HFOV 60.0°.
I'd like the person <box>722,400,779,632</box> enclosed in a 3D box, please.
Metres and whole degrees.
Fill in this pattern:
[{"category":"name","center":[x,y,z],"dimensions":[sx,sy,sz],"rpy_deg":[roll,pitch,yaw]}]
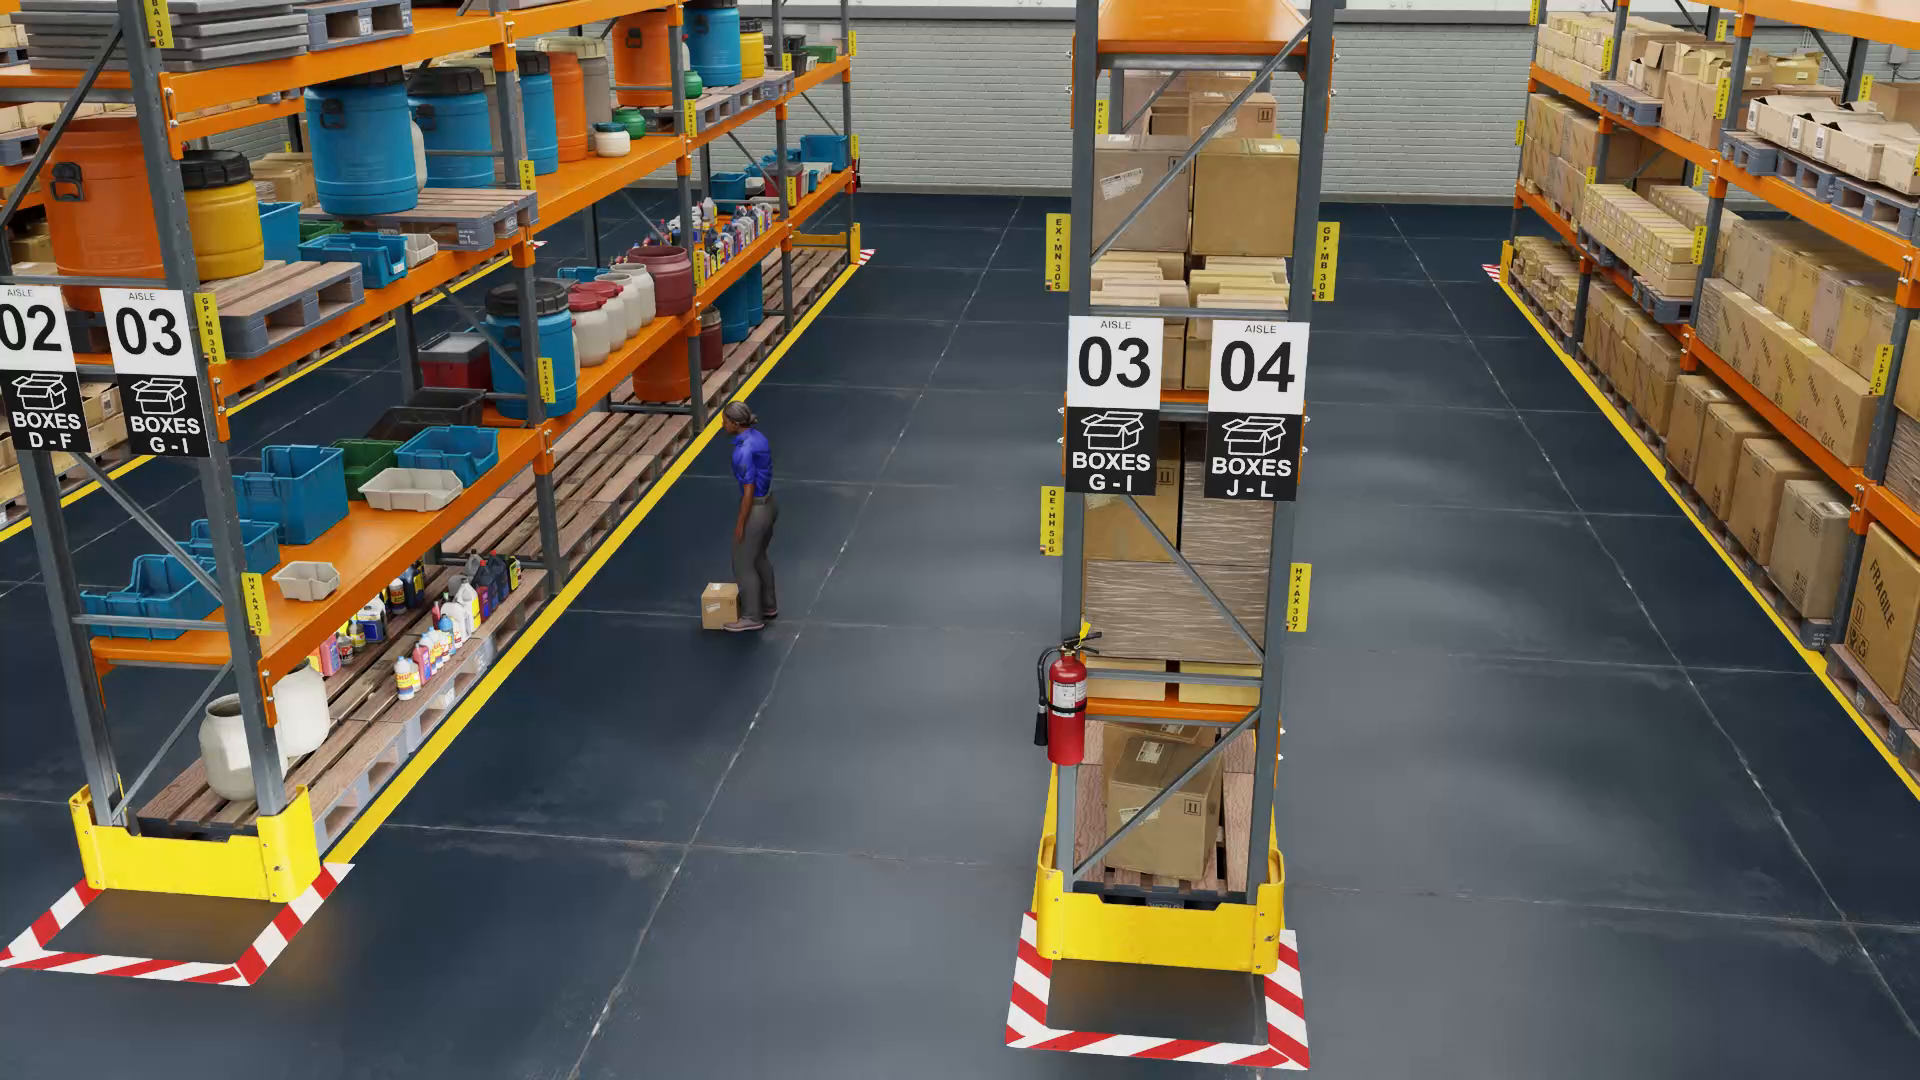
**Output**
[{"category":"person","center":[-1.471,-0.179,11.549],"dimensions":[0.392,1.655,0.504],"rpy_deg":[3,21,7]}]
